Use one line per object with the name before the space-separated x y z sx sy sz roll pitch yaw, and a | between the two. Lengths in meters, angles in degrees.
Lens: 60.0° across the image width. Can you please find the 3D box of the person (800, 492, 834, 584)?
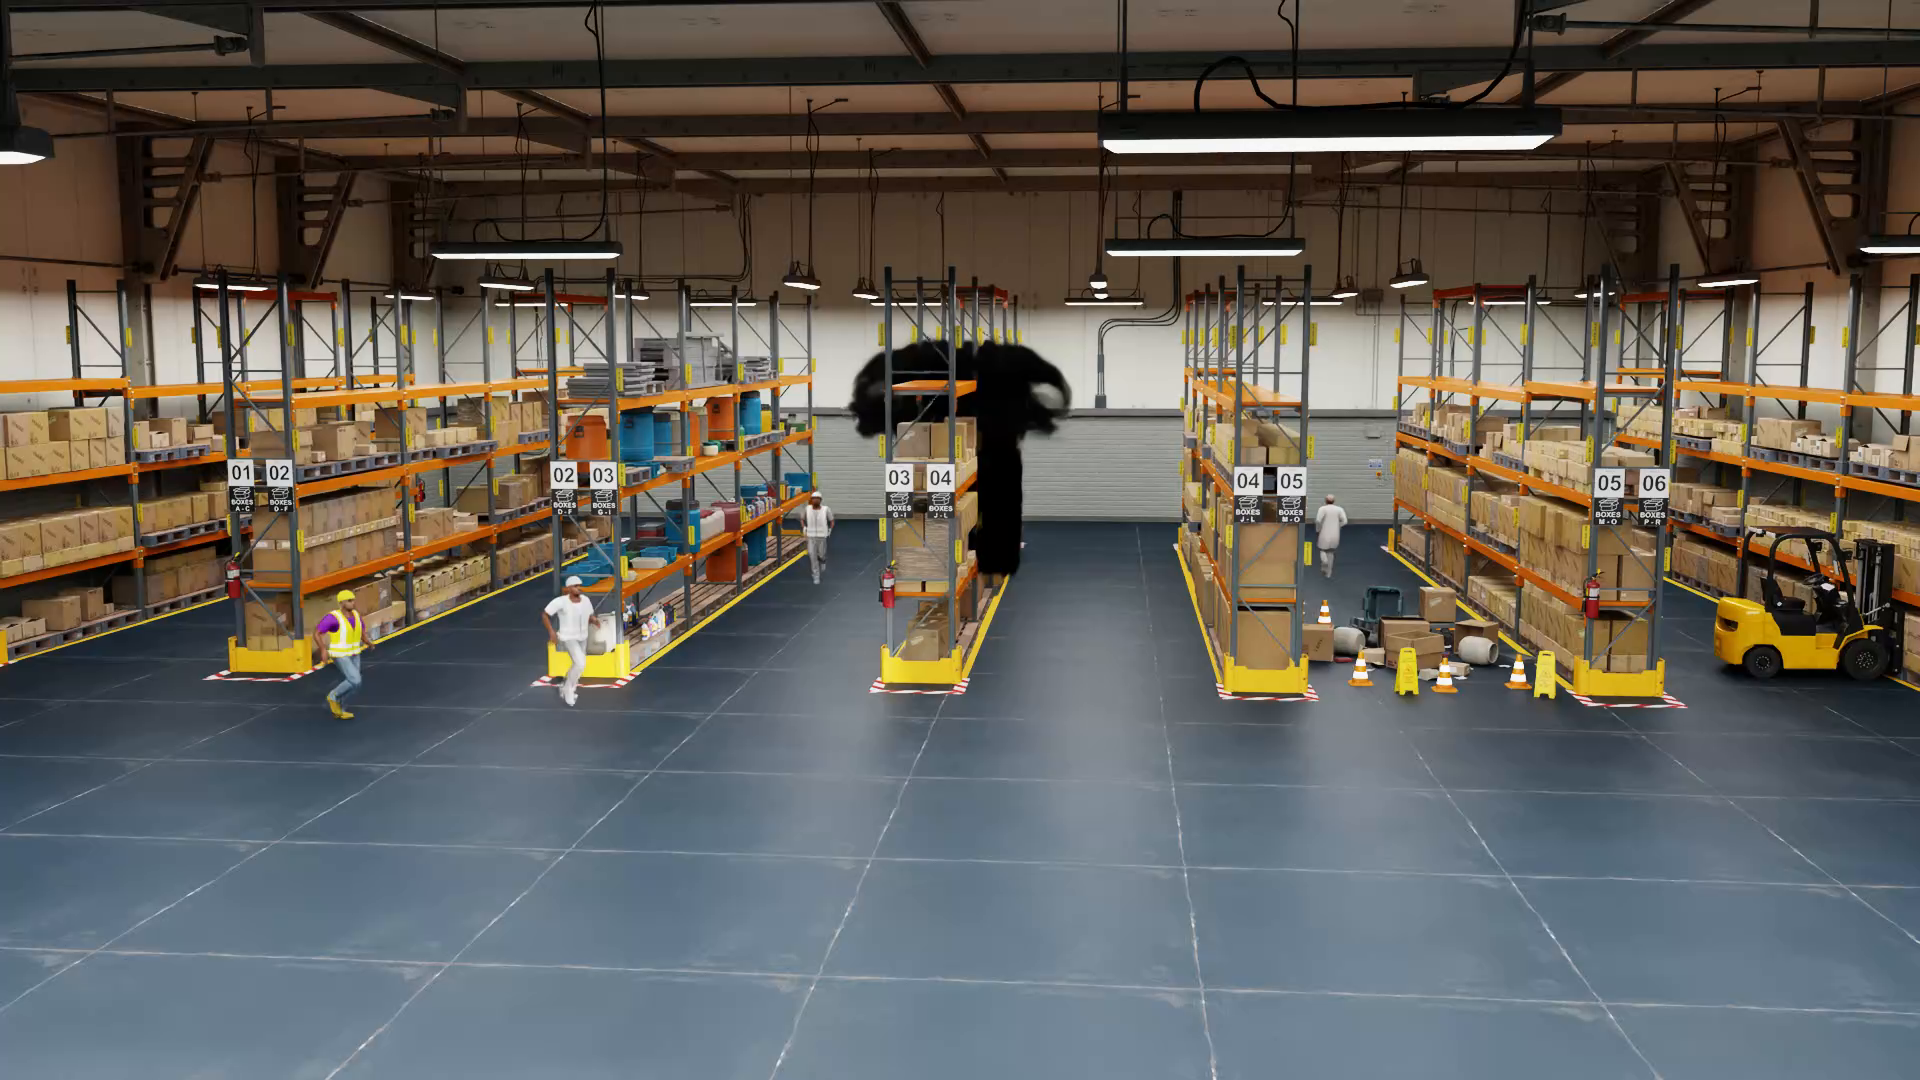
person | -2.773 -0.059 32.211 0.681 1.771 0.778 0 7 0

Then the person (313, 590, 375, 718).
person | -8.012 1.505 21.778 0.650 1.713 0.691 3 8 24

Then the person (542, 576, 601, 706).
person | -5.269 1.376 22.823 0.705 1.776 0.690 5 8 35

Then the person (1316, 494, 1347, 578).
person | 7.708 -0.083 34.673 0.698 1.747 0.681 -1 7 -5
